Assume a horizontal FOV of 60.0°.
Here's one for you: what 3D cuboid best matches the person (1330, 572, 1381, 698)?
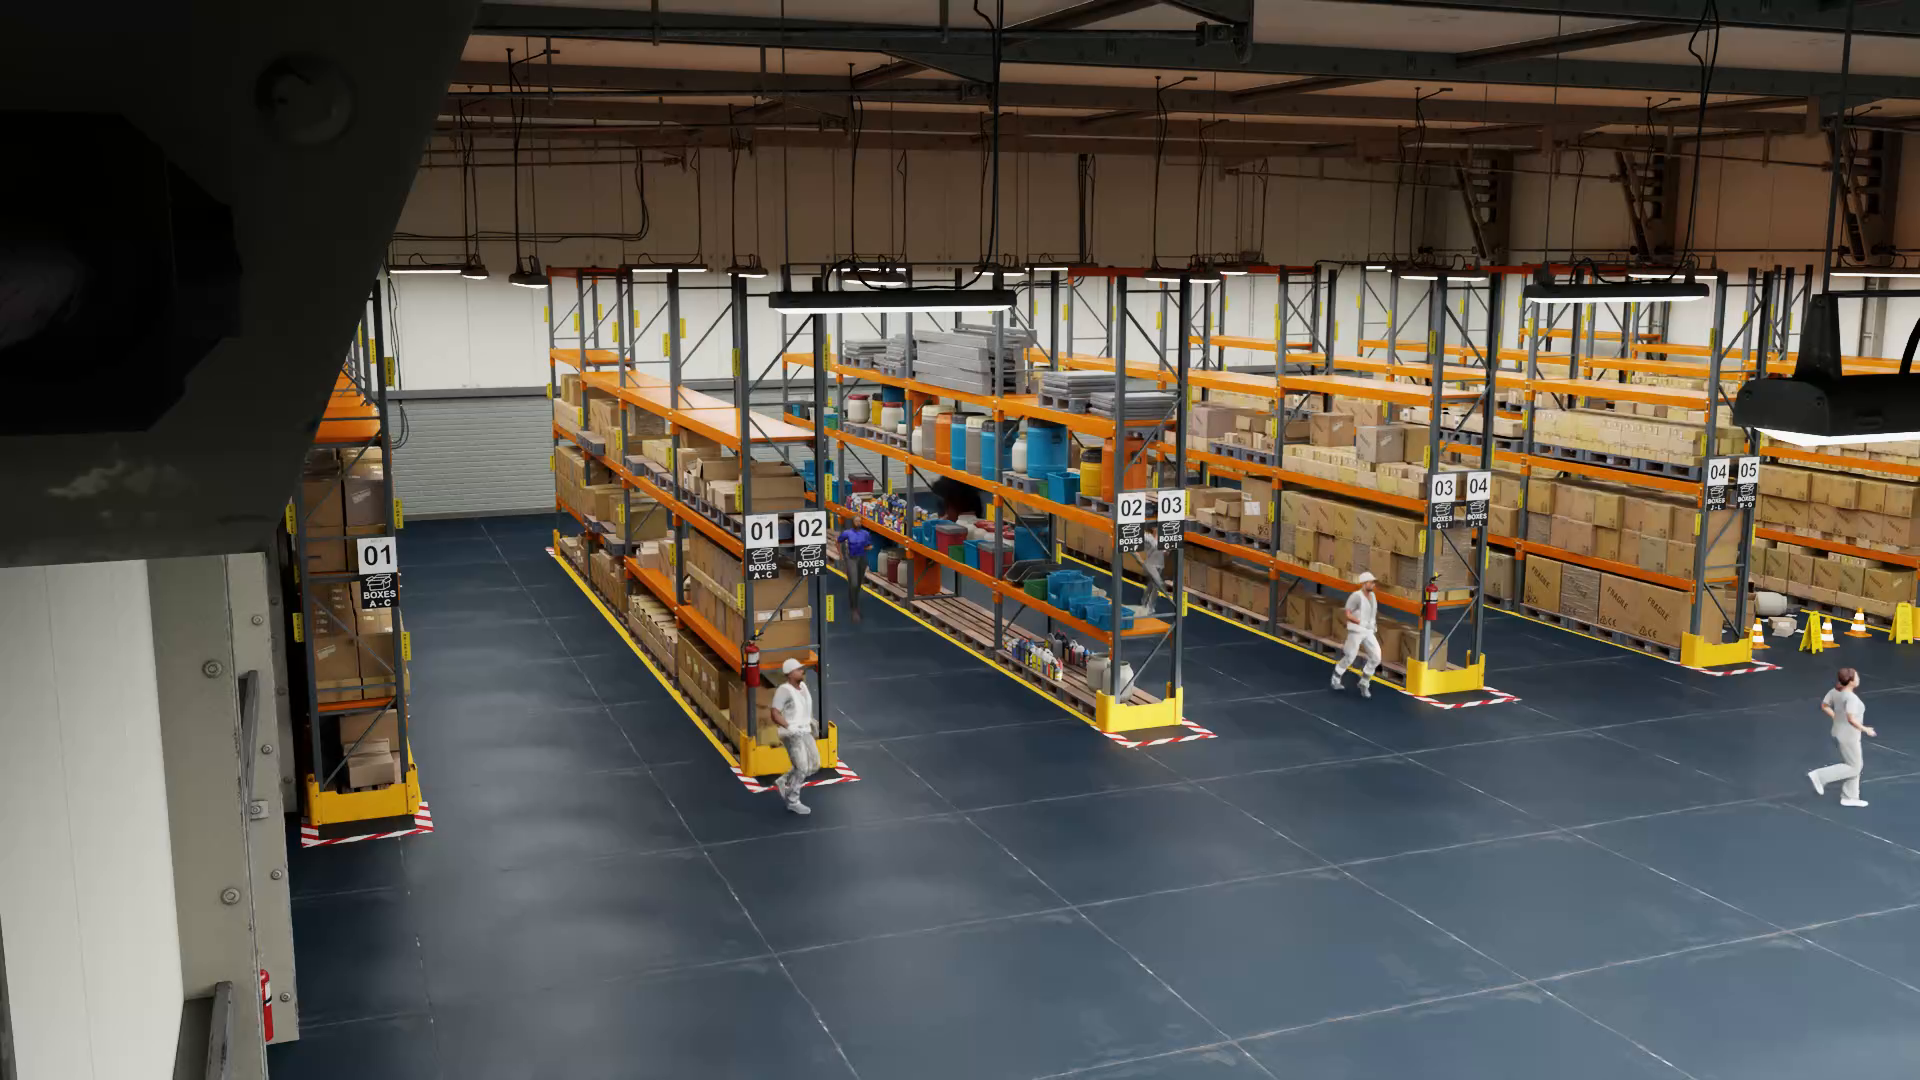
[{"bbox_3d":[5.763,1.356,23.849,0.723,1.830,0.692,-6,12,-32],"label":"person"}]

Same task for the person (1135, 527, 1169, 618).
[{"bbox_3d":[3.246,0.485,27.790,0.503,1.615,0.677,-8,13,-39],"label":"person"}]

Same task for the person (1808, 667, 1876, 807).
[{"bbox_3d":[10.089,2.256,19.046,0.731,1.641,0.565,0,10,0],"label":"person"}]

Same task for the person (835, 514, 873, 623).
[{"bbox_3d":[-1.721,0.452,27.694,0.549,1.765,0.719,-5,11,-27],"label":"person"}]

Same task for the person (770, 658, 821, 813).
[{"bbox_3d":[-1.871,2.220,18.964,0.535,1.748,0.717,4,11,23],"label":"person"}]
